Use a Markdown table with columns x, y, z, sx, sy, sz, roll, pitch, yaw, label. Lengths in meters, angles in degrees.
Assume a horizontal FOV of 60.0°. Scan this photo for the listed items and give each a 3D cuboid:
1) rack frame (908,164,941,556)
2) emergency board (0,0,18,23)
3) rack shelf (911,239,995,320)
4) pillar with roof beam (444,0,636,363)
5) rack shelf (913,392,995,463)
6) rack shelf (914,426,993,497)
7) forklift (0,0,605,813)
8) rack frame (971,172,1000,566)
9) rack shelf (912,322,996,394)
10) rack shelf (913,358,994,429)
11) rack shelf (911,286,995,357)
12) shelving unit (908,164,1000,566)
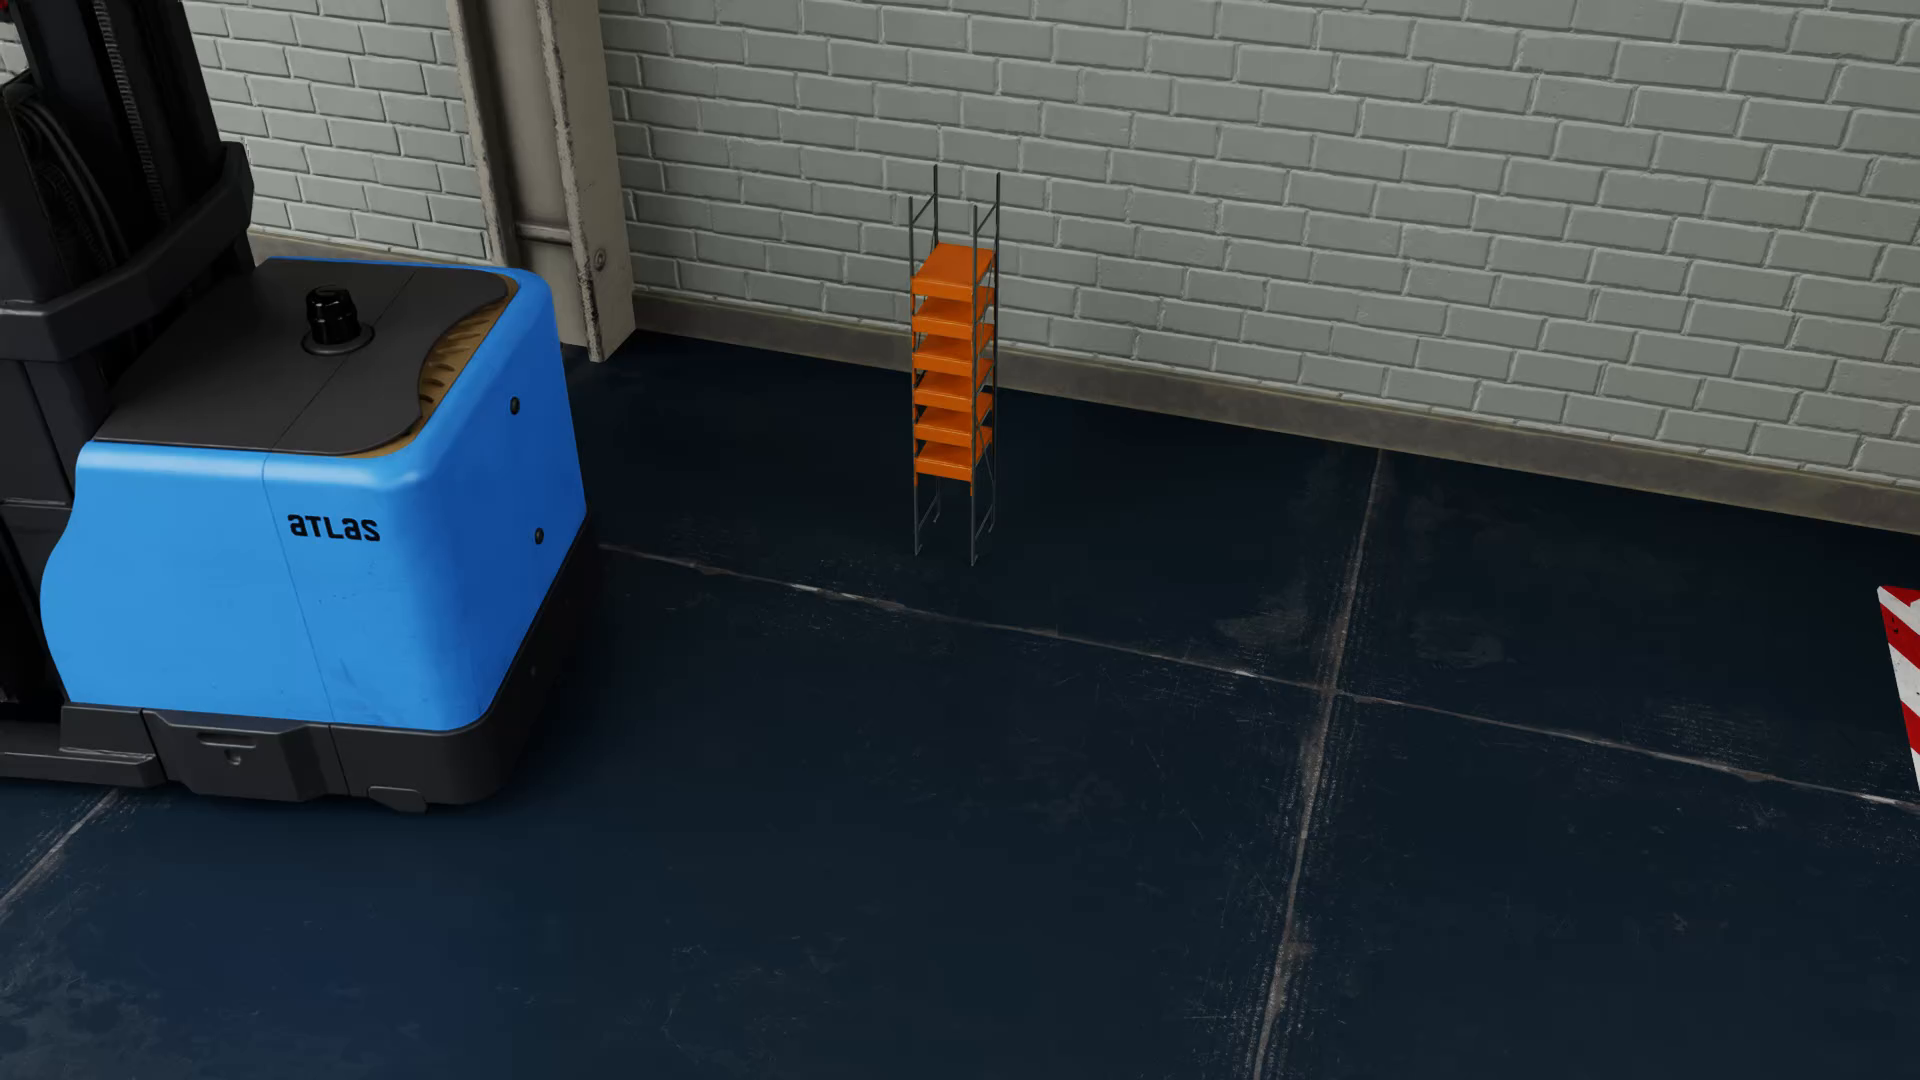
| x | y | z | sx | sy | sz | roll | pitch | yaw | label |
| --- | --- | --- | --- | --- | --- | --- | --- | --- | --- |
| -0.101 | -0.502 | 4.920 | 0.006 | 1.200 | 0.240 | 10 | 38 | 14 | rack frame |
| -3.810 | -2.443 | 6.038 | 0.643 | 1.169 | 0.194 | 10 | 38 | 14 | emergency board |
| -0.014 | -0.740 | 4.711 | 0.180 | 0.103 | 0.258 | 10 | 38 | 14 | rack shelf |
| -2.746 | -1.965 | 0.328 | 0.400 | 9.000 | 9.100 | 10 | 38 | 14 | pillar with roof beam |
| -0.014 | -0.353 | 4.995 | 0.180 | 0.103 | 0.258 | 10 | 38 | 14 | rack shelf |
| -0.014 | -0.257 | 5.066 | 0.180 | 0.103 | 0.258 | 10 | 38 | 14 | rack shelf |
| -2.615 | -0.854 | 3.937 | 3.031 | 2.935 | 1.130 | 4 | 37 | 5 | forklift |
| 0.074 | -0.470 | 4.876 | 0.006 | 1.200 | 0.240 | 10 | 38 | 14 | rack frame |
| -0.014 | -0.547 | 4.853 | 0.180 | 0.103 | 0.258 | 10 | 38 | 14 | rack shelf |
| -0.014 | -0.450 | 4.924 | 0.180 | 0.103 | 0.258 | 10 | 38 | 14 | rack shelf |
| -0.014 | -0.643 | 4.782 | 0.180 | 0.103 | 0.258 | 10 | 38 | 14 | rack shelf |
| -0.014 | -0.486 | 4.898 | 0.189 | 1.200 | 0.258 | 10 | 38 | 14 | shelving unit |
